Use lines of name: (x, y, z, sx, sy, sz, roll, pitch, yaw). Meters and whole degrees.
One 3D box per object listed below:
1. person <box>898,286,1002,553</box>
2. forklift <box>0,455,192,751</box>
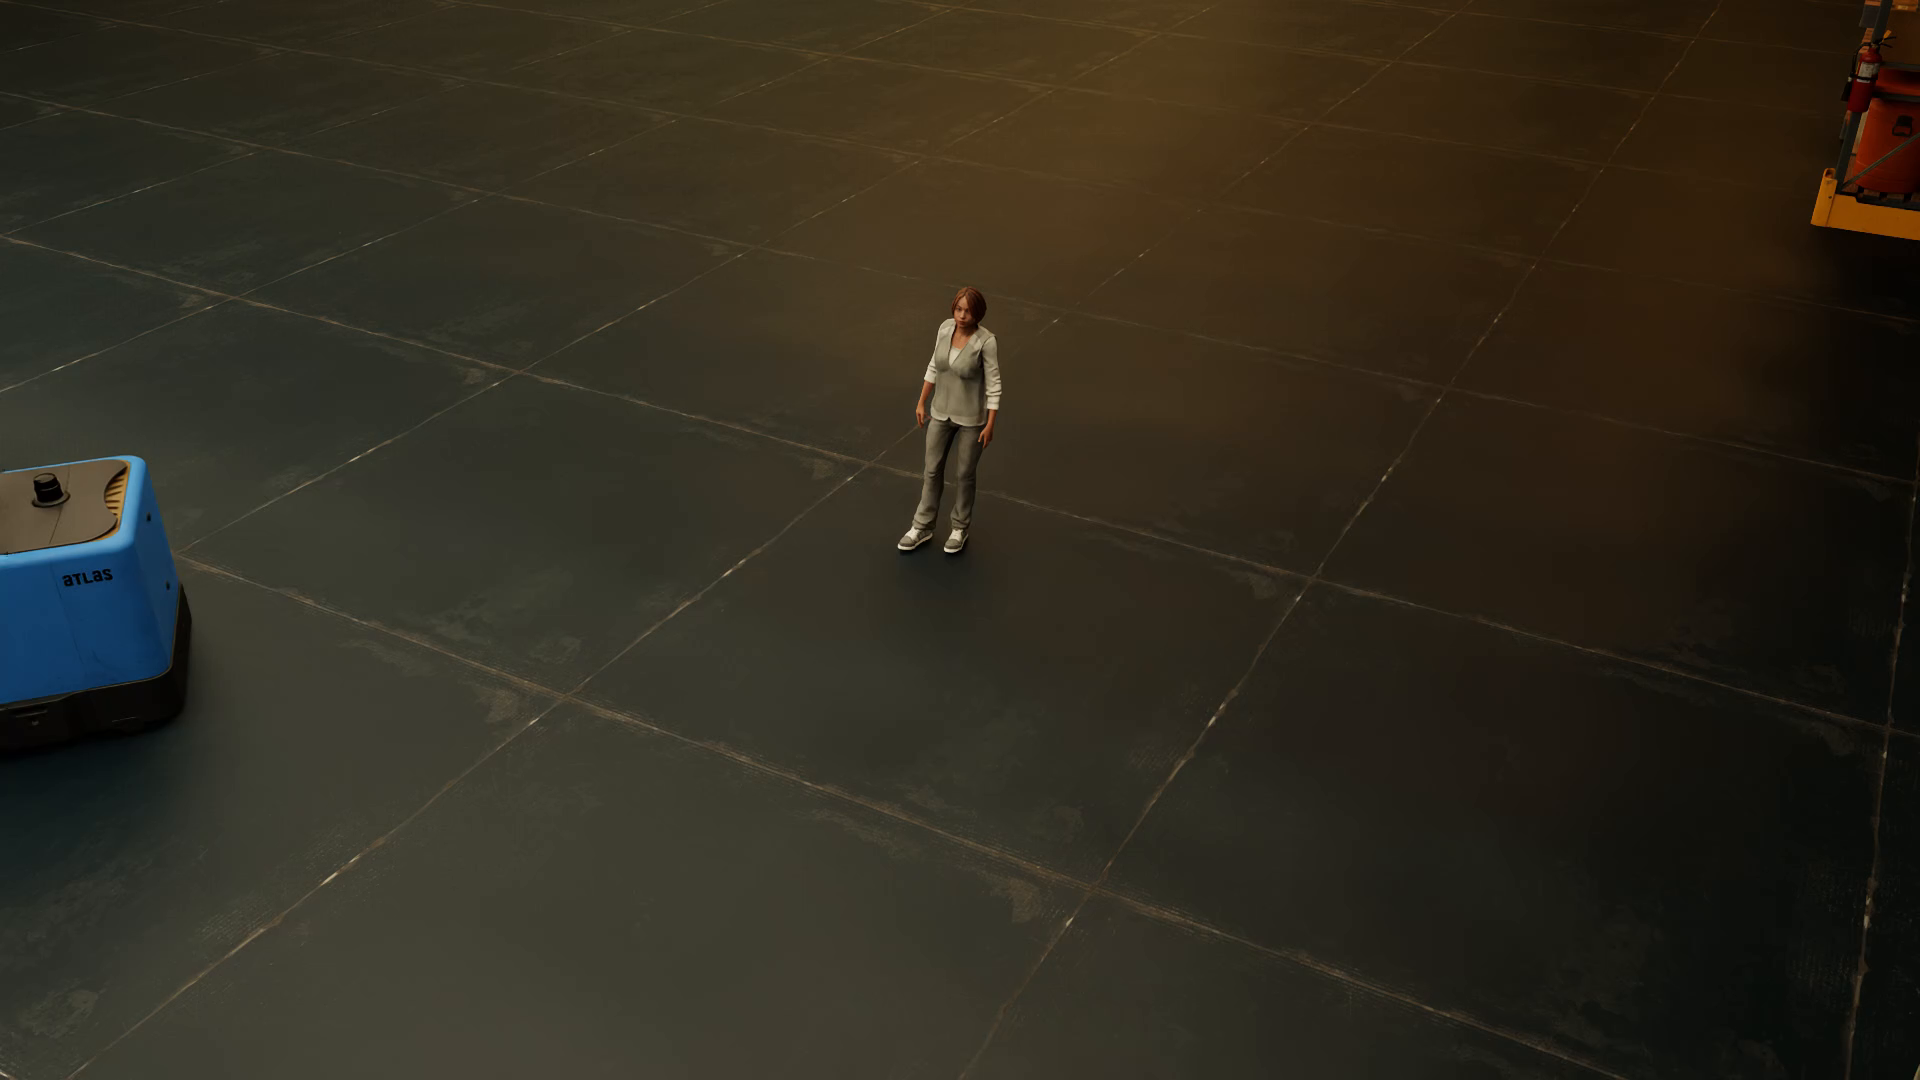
person: (-0.048, -0.669, 9.550, 0.520, 1.597, 0.475, 15, 33, 25)
forklift: (-5.500, -0.326, 7.636, 3.031, 2.935, 1.130, -10, 31, -17)
